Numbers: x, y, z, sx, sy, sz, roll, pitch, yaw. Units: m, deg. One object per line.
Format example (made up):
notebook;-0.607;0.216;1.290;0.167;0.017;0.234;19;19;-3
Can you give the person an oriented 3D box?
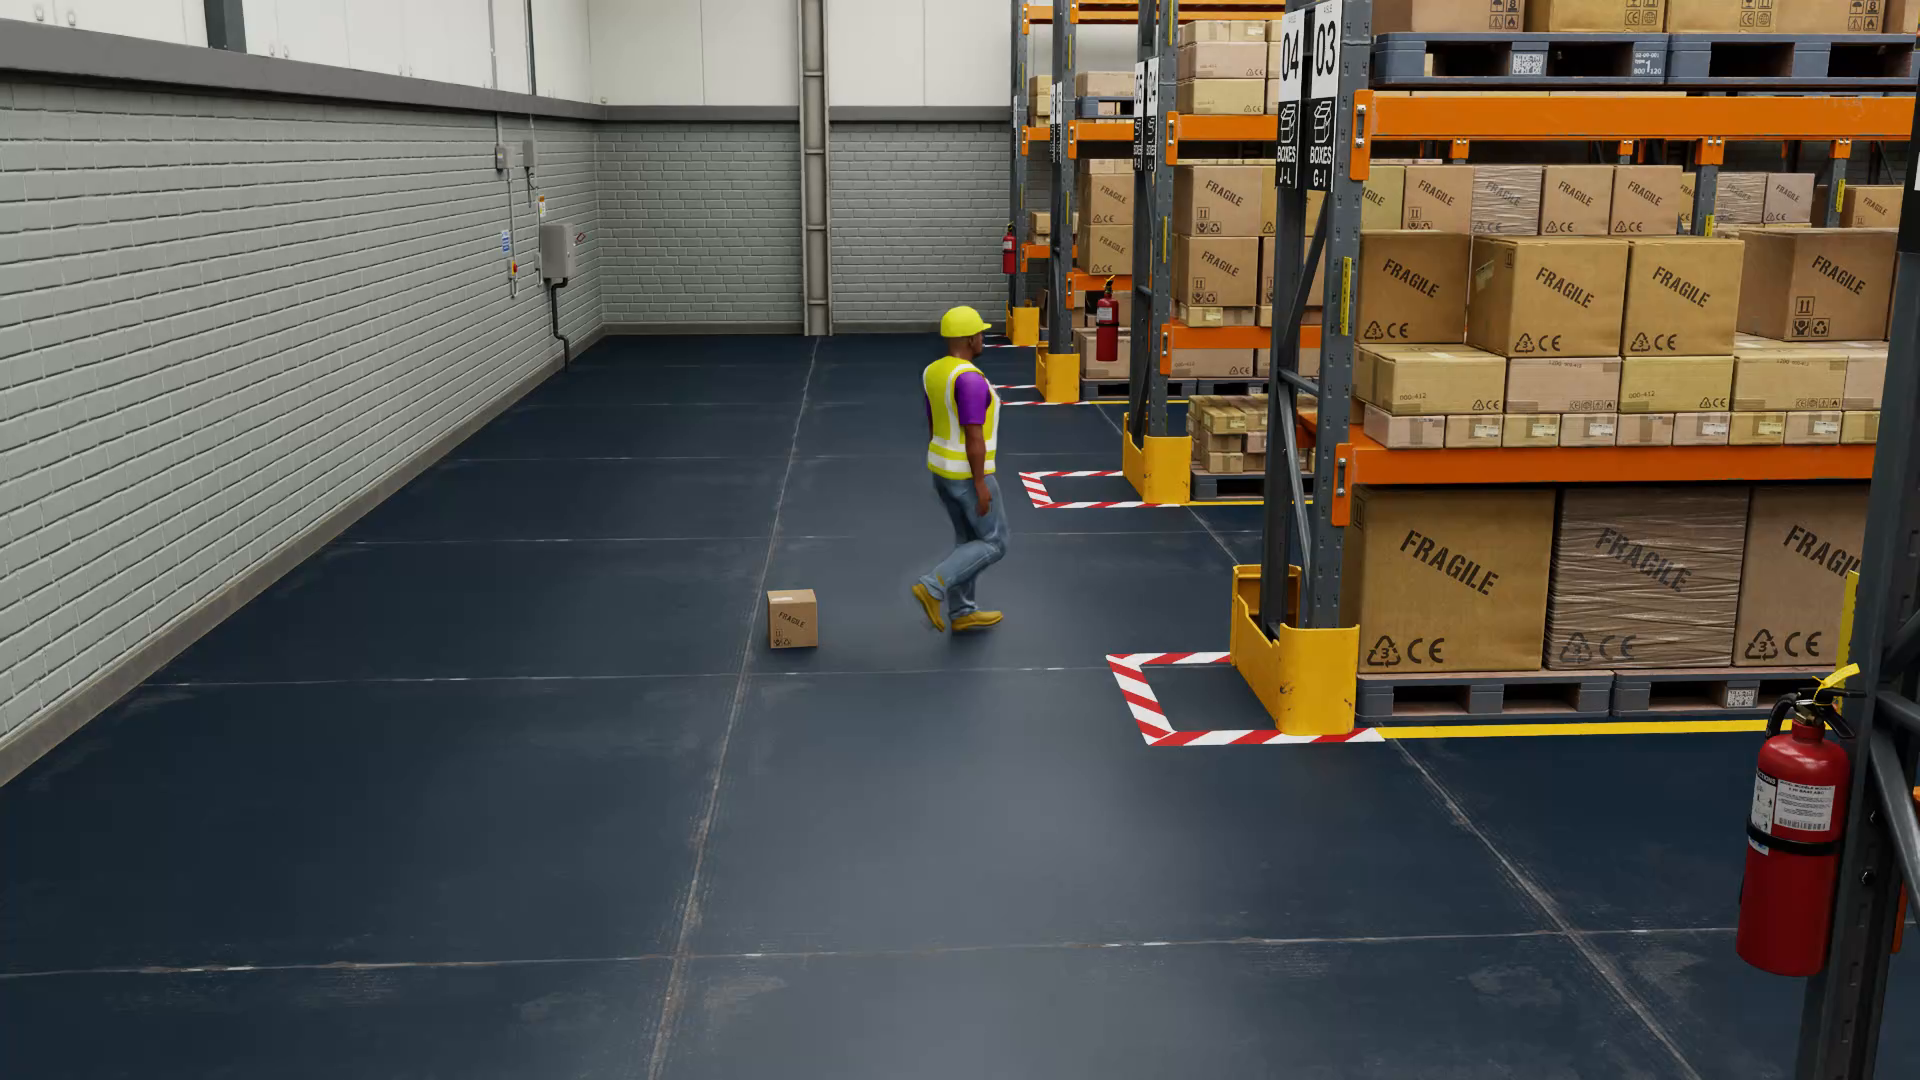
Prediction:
person;-0.017;-0.352;8.817;0.608;1.757;0.594;-6;15;-24
